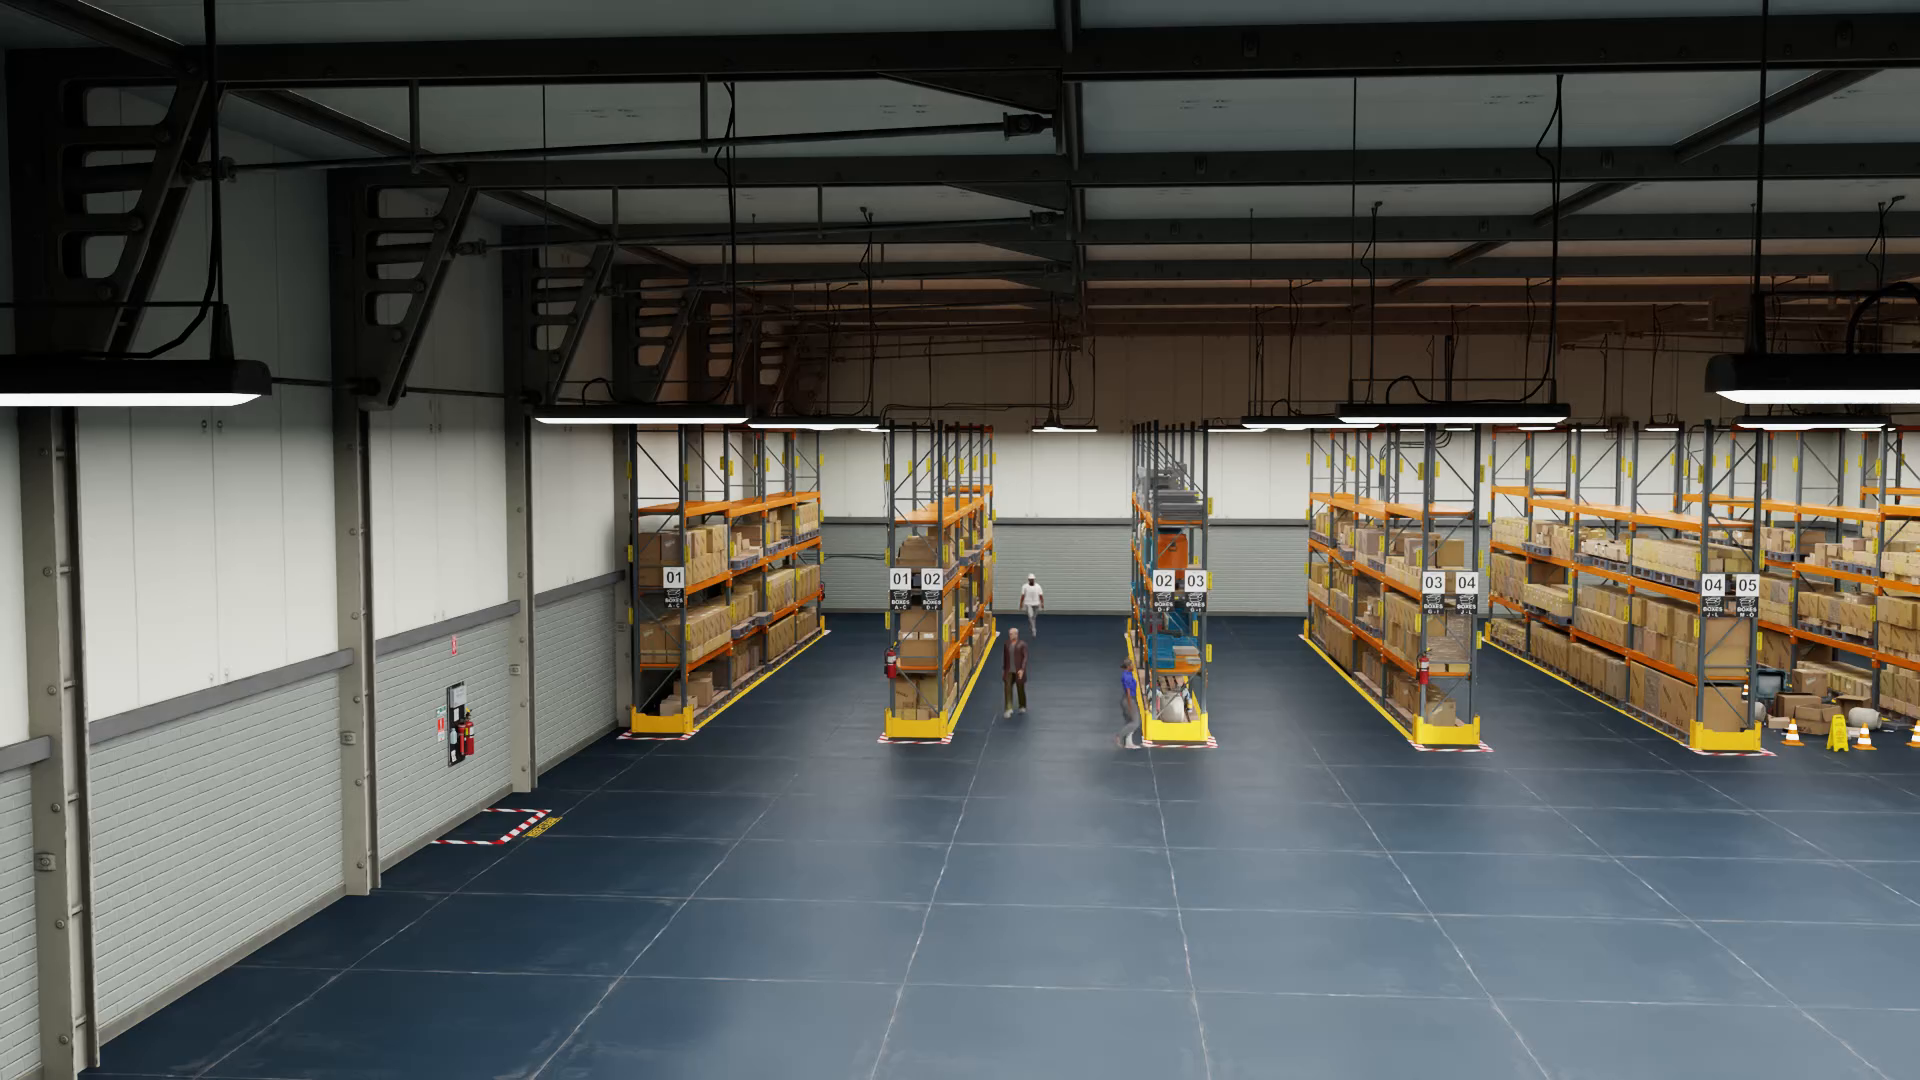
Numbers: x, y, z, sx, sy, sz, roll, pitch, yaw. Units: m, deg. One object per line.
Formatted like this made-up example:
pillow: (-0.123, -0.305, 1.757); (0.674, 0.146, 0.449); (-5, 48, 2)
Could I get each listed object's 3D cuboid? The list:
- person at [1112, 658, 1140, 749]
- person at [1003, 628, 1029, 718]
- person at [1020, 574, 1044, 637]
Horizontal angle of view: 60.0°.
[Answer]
person: (3.009, 2.971, 30.152); (0.527, 1.652, 0.478); (0, 4, -4)
person: (1.098, 2.696, 33.932); (0.621, 1.789, 0.875); (2, 4, 25)
person: (2.086, 1.844, 47.411); (0.621, 1.735, 0.945); (-1, 4, -18)
